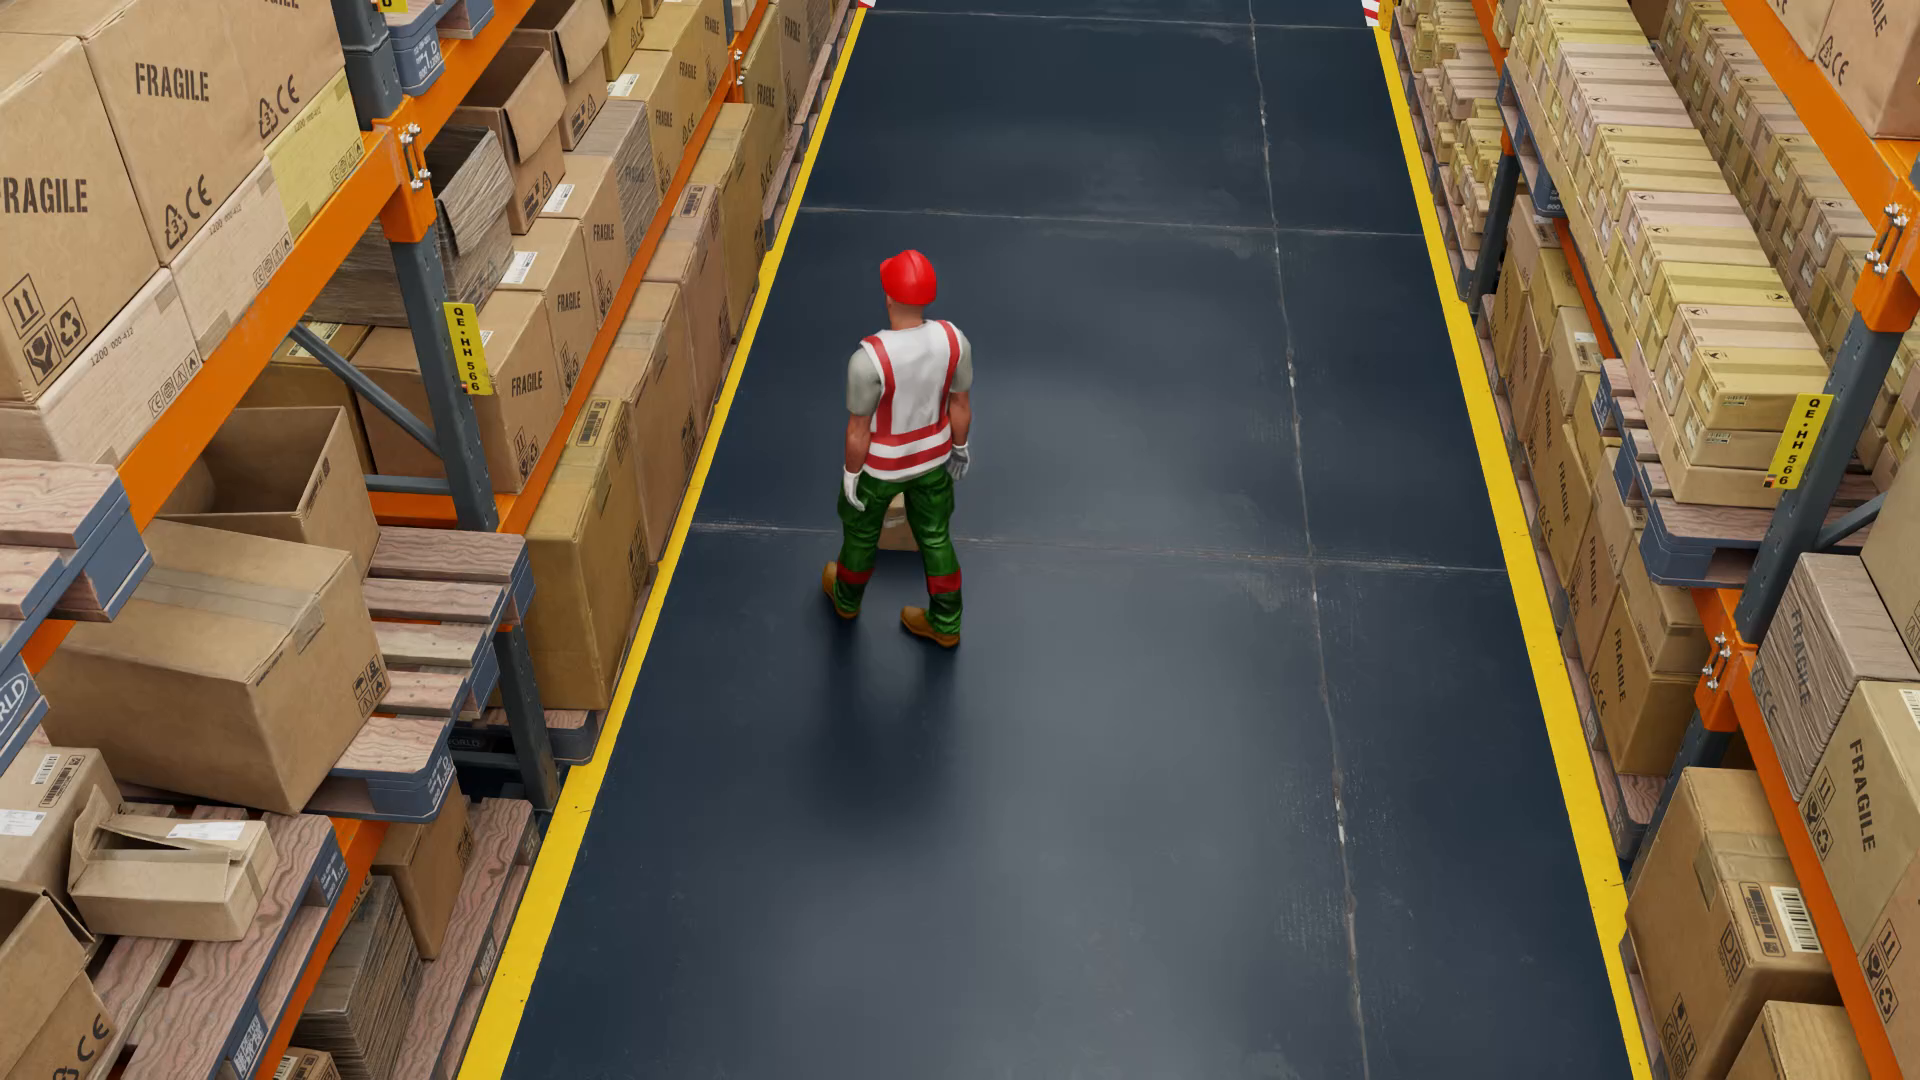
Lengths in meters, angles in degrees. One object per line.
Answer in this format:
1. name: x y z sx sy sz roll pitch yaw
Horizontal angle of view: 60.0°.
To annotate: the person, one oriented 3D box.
1. person: -0.269 -0.384 6.588 0.542 1.778 0.654 -19 43 -22
